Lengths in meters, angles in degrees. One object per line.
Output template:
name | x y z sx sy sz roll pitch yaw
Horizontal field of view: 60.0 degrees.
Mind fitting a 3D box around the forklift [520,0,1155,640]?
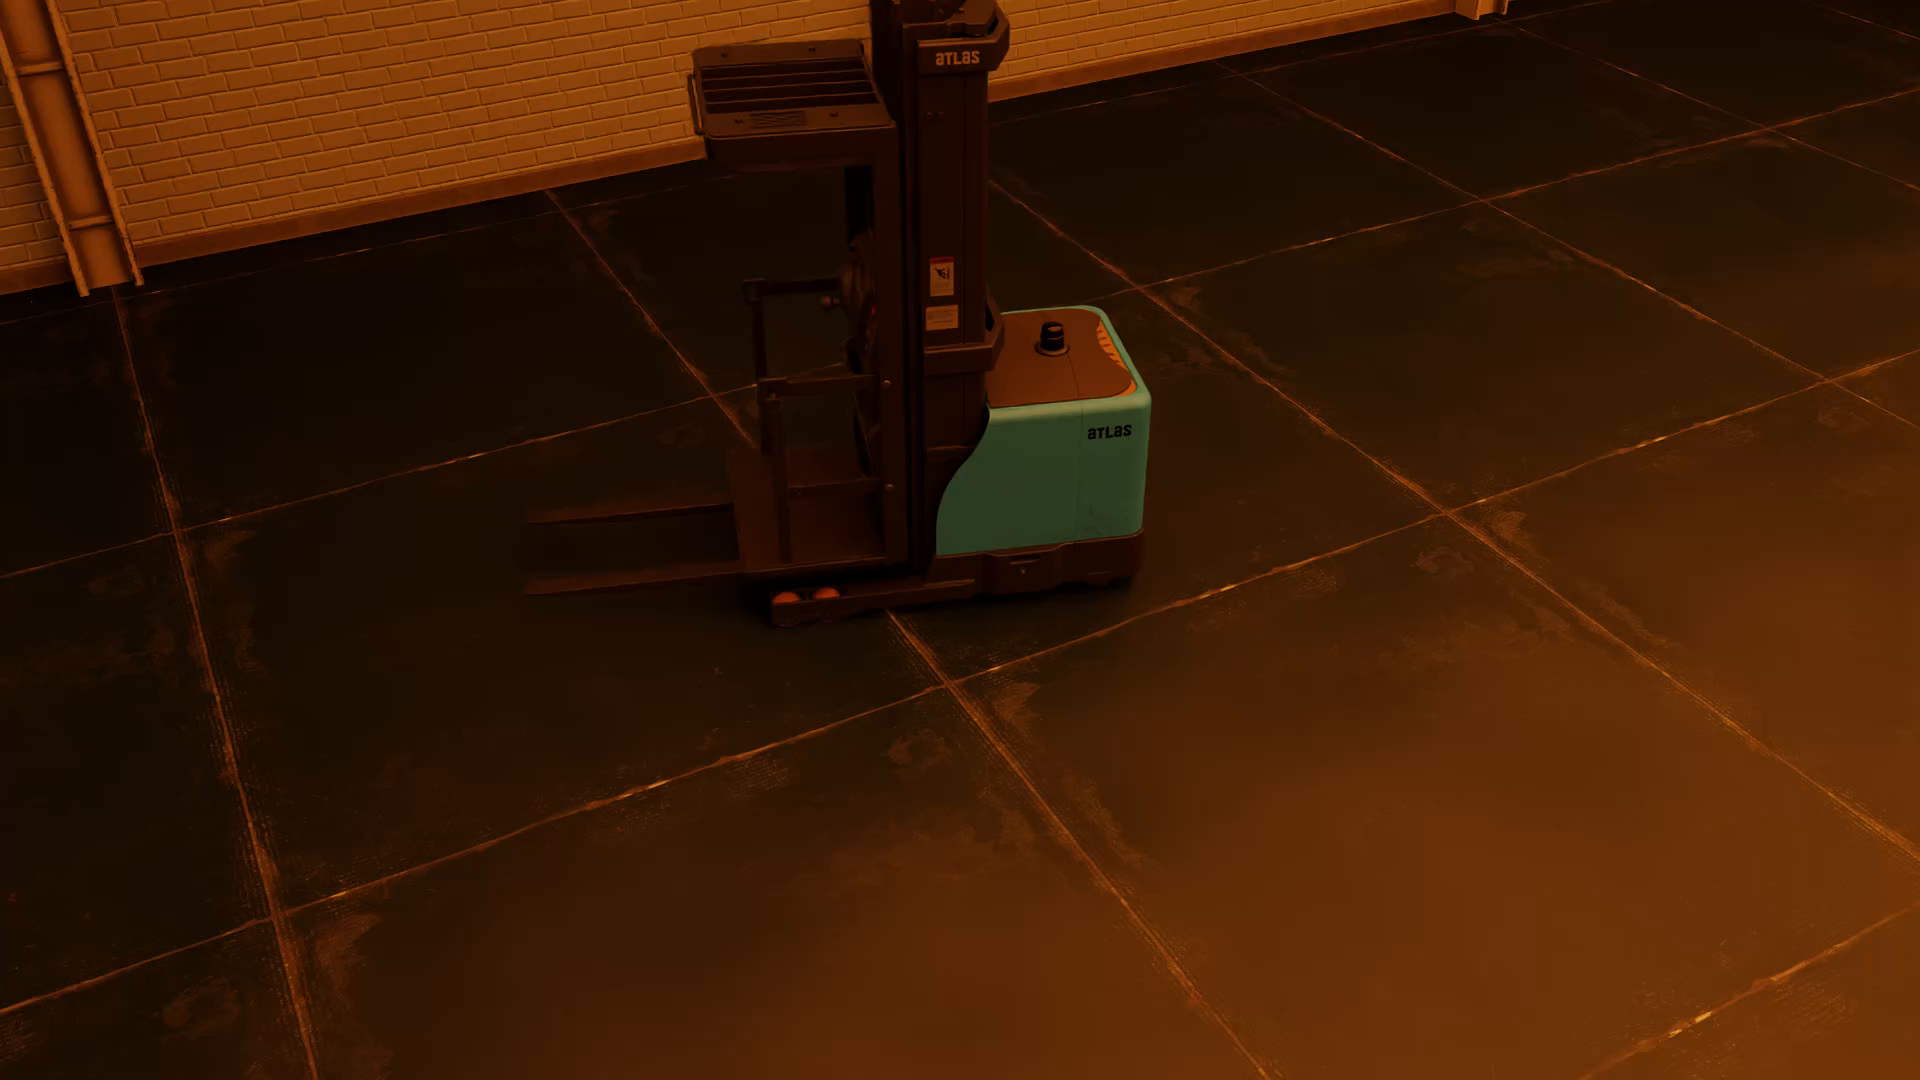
forklift | -0.634 -1.061 7.624 3.031 2.935 1.130 -11 37 -15
